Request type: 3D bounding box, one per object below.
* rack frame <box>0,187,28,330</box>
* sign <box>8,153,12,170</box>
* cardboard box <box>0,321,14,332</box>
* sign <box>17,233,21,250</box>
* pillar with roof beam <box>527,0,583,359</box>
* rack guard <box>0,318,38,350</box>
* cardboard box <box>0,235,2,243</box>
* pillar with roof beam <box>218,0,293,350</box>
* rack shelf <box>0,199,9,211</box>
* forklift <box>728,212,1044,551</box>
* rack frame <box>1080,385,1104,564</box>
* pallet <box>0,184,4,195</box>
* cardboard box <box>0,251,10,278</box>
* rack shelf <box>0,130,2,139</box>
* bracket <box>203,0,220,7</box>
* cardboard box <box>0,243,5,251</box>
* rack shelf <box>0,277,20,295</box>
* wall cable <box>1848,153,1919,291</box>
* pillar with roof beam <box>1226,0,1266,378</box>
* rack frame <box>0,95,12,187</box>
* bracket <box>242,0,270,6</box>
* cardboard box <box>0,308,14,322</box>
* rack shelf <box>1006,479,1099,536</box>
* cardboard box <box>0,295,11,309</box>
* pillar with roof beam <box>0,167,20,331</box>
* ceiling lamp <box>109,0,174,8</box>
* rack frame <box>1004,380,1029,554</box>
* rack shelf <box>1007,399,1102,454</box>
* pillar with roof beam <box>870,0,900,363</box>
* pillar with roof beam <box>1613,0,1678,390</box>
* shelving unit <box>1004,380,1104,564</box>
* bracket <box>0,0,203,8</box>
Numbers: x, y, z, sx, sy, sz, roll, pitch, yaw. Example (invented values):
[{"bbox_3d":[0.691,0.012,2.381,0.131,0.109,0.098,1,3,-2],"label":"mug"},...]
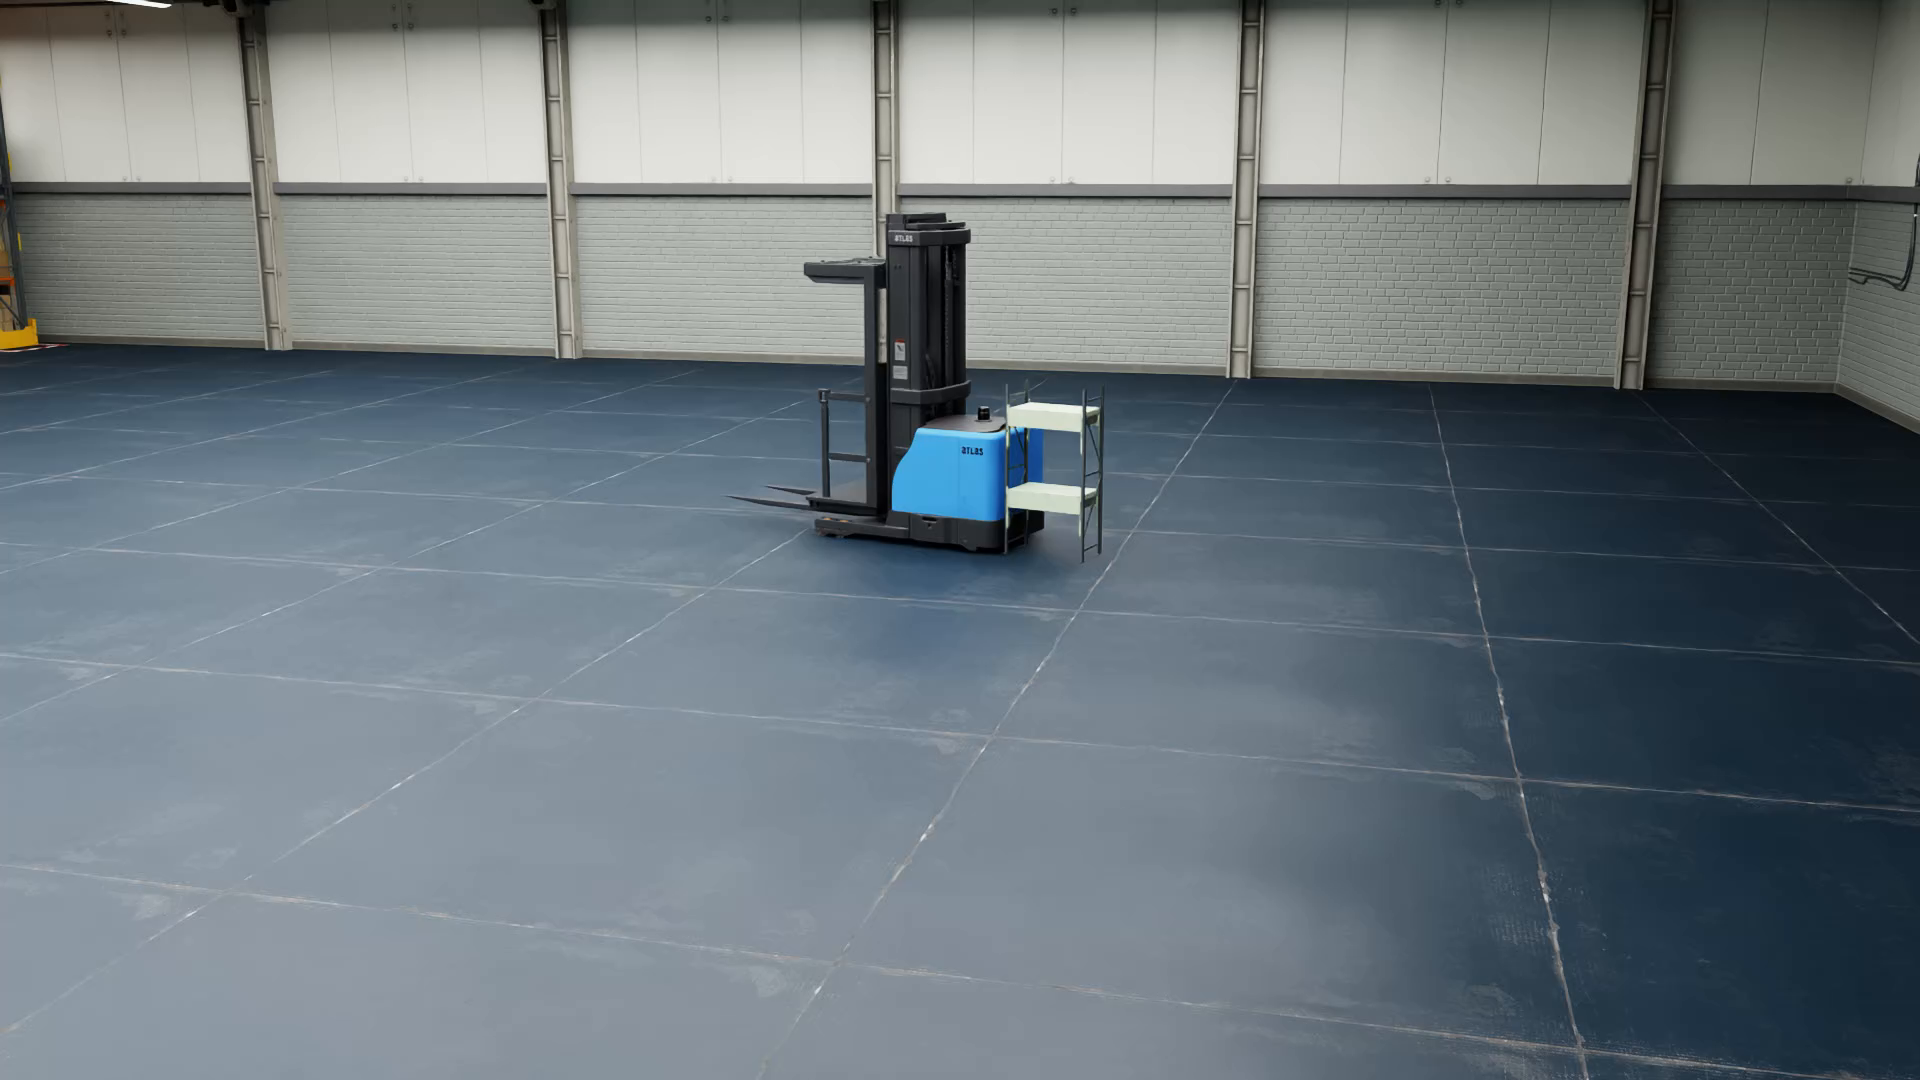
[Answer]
[{"bbox_3d":[-18.261,-5.162,31.576,0.127,3.000,1.000,3,13,14],"label":"rack frame"},{"bbox_3d":[-18.122,-7.208,31.672,0.005,0.325,0.100,3,13,14],"label":"sign"},{"bbox_3d":[-18.691,-4.091,32.128,0.500,0.250,0.500,3,13,14],"label":"cardboard box"},{"bbox_3d":[-18.122,-5.740,31.998,0.005,0.325,0.100,3,13,14],"label":"sign"},{"bbox_3d":[-8.102,-6.789,25.056,0.548,9.000,9.100,3,13,14],"label":"pillar with roof beam"},{"bbox_3d":[-18.237,-3.941,31.841,0.348,0.500,1.175,3,13,14],"label":"rack guard"},{"bbox_3d":[-18.536,-5.735,31.743,0.250,0.149,0.380,3,13,12],"label":"cardboard box"},{"bbox_3d":[-13.927,-7.100,26.459,0.548,9.000,9.100,3,13,14],"label":"pillar with roof beam"},{"bbox_3d":[-20.202,-6.379,31.796,4.000,0.370,1.077,3,13,14],"label":"rack shelf"},{"bbox_3d":[-0.763,-1.541,15.411,3.031,2.935,1.130,7,14,28],"label":"forklift"},{"bbox_3d":[1.139,-0.567,14.329,0.023,1.500,0.400,7,14,28],"label":"rack frame"},{"bbox_3d":[-18.941,-6.626,31.450,1.213,0.211,1.003,3,13,14],"label":"pallet"},{"bbox_3d":[-18.675,-5.295,31.944,0.500,0.500,0.500,3,13,15],"label":"cardboard box"},{"bbox_3d":[-20.202,-7.648,31.515,4.000,0.370,1.077,3,13,14],"label":"rack shelf"},{"bbox_3d":[-13.383,-9.709,29.910,0.430,0.232,0.235,3,13,14],"label":"bracket"},{"bbox_3d":[-18.528,-5.600,31.820,0.250,0.149,0.380,3,13,12],"label":"cardboard box"},{"bbox_3d":[-20.202,-4.915,32.121,4.000,0.370,1.077,3,13,14],"label":"rack shelf"},{"bbox_3d":[12.949,-4.813,23.320,0.112,2.526,3.097,3,13,14],"label":"wall cable"},{"bbox_3d":[3.549,-6.166,22.249,0.400,9.000,9.100,3,13,14],"label":"pillar with roof beam"},{"bbox_3d":[-18.261,-8.091,30.926,0.127,3.000,1.000,3,13,14],"label":"rack frame"},{"bbox_3d":[-12.578,-9.666,29.716,0.430,0.232,0.235,3,13,14],"label":"bracket"},{"bbox_3d":[-18.667,-4.337,32.081,0.500,0.250,0.500,3,13,15],"label":"cardboard box"},{"bbox_3d":[0.819,-0.288,14.574,0.720,0.370,0.431,7,14,28],"label":"rack shelf"},{"bbox_3d":[-18.682,-4.578,32.011,0.500,0.250,0.500,3,13,13],"label":"cardboard box"},{"bbox_3d":[-19.752,-7.411,27.863,0.400,9.000,9.100,3,13,14],"label":"pillar with roof beam"},{"bbox_3d":[-12.600,-9.780,25.060,0.800,3.185,2.000,3,13,14],"label":"ceiling lamp"},{"bbox_3d":[0.500,-0.645,14.677,0.023,1.500,0.400,7,14,28],"label":"rack frame"},{"bbox_3d":[0.819,-0.987,14.418,0.720,0.370,0.431,7,14,28],"label":"rack shelf"},{"bbox_3d":[-2.276,-6.477,23.652,0.548,9.000,9.100,3,13,14],"label":"pillar with roof beam"},{"bbox_3d":[9.374,-5.854,20.845,0.400,9.000,9.100,3,13,14],"label":"pillar with roof beam"},{"bbox_3d":[0.819,-0.606,14.503,0.755,1.500,0.431,7,14,28],"label":"shelving unit"},{"bbox_3d":[-15.885,-9.843,30.513,4.783,0.066,0.076,3,13,14],"label":"bracket"}]
